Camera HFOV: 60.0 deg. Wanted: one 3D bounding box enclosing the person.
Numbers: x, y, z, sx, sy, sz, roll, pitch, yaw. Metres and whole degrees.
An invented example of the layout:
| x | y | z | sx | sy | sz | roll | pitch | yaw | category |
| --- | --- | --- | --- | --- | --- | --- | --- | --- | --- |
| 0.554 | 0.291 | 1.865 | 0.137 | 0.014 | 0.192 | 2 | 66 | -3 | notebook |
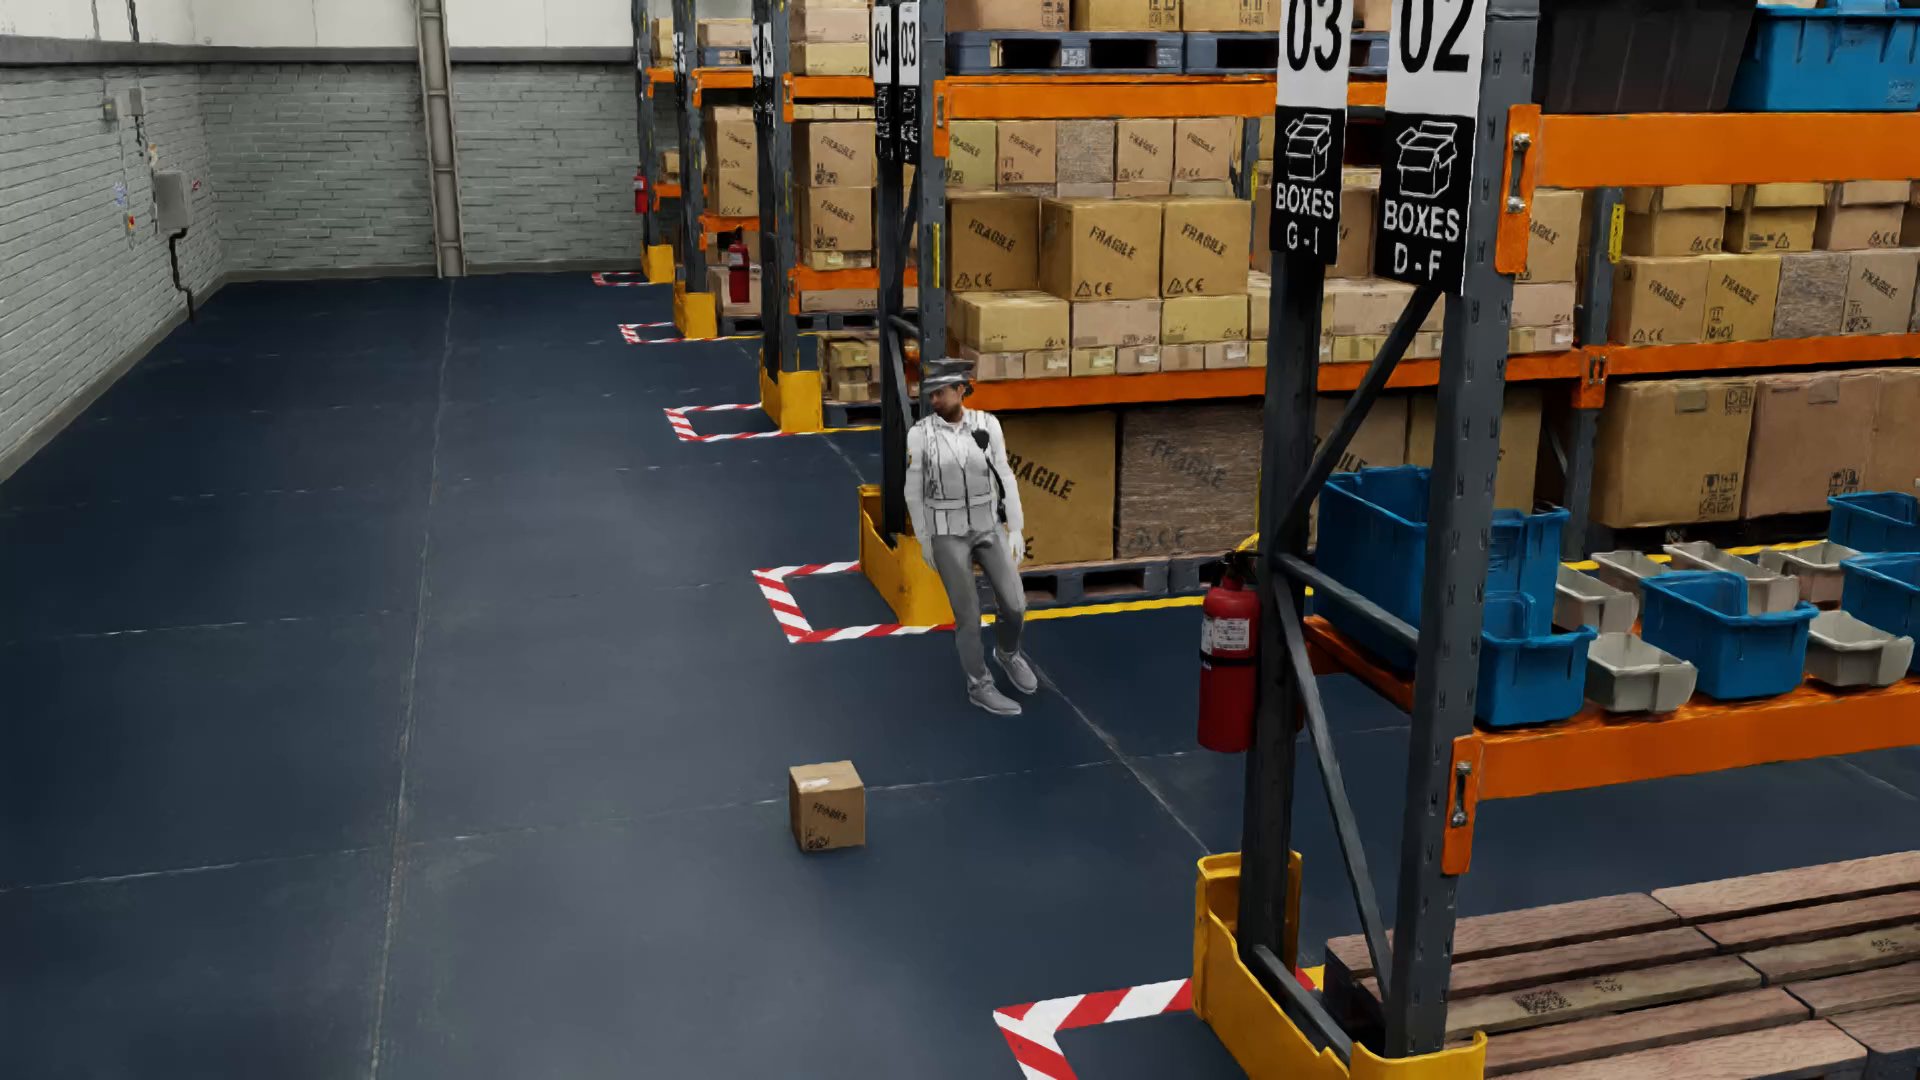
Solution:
| x | y | z | sx | sy | sz | roll | pitch | yaw | category |
| --- | --- | --- | --- | --- | --- | --- | --- | --- | --- |
| 0.076 | -0.009 | 7.588 | 0.626 | 1.658 | 0.407 | -4 | 17 | -15 | person |
